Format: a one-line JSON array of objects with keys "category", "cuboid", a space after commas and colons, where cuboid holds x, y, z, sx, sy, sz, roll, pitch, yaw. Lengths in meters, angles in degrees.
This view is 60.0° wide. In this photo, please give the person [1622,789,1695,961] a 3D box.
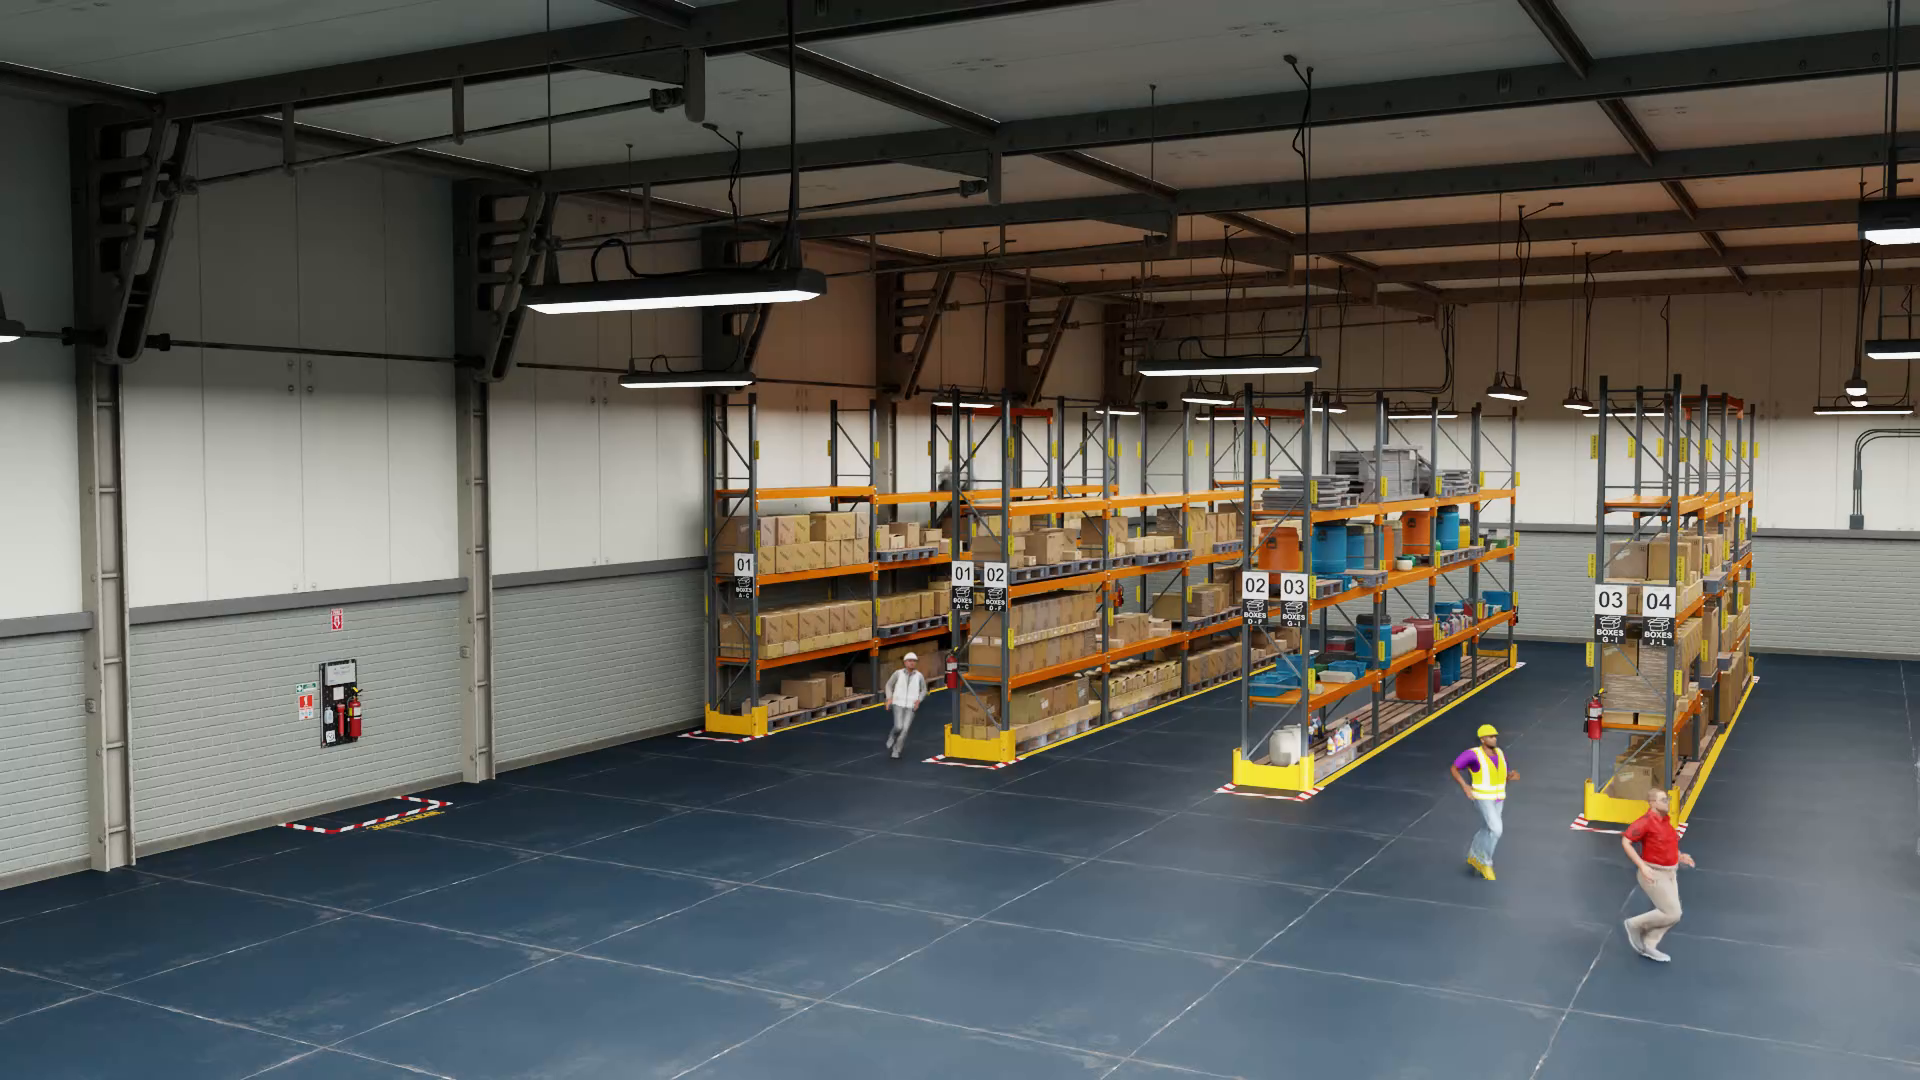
[{"category": "person", "cuboid": [6.854, 3.282, 16.258, 0.658, 1.680, 0.591, -3, 4, -41]}]

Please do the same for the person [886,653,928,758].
[{"category": "person", "cuboid": [-0.861, 2.690, 27.082, 0.684, 1.699, 0.526, 0, 3, -7]}]

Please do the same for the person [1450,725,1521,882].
[{"category": "person", "cuboid": [6.200, 3.070, 19.498, 0.672, 1.811, 0.715, -2, 4, -29]}]
